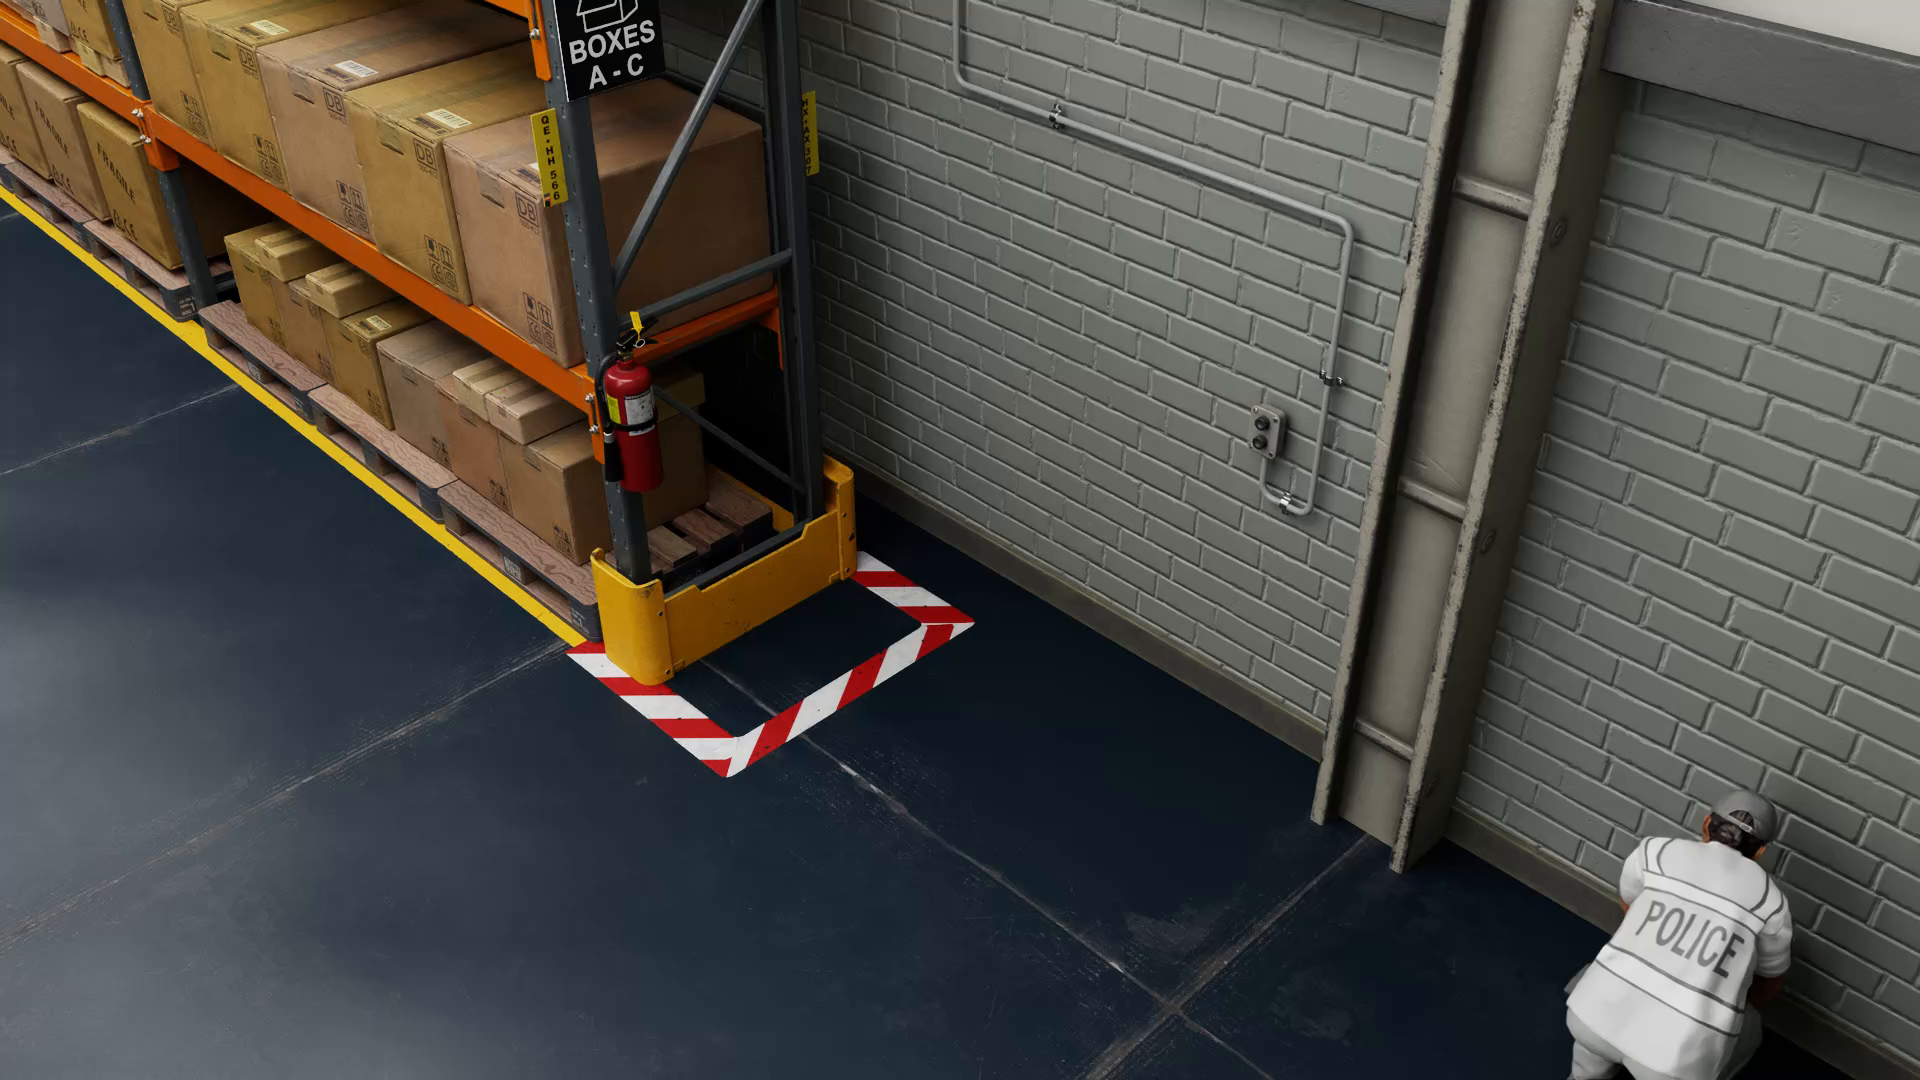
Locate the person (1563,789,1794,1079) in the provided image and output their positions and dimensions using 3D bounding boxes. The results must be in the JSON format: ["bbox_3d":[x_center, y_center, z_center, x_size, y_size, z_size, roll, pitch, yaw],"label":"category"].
[{"bbox_3d":[2.096,1.298,4.894,0.528,1.021,0.835,30,45,35],"label":"person"}]
